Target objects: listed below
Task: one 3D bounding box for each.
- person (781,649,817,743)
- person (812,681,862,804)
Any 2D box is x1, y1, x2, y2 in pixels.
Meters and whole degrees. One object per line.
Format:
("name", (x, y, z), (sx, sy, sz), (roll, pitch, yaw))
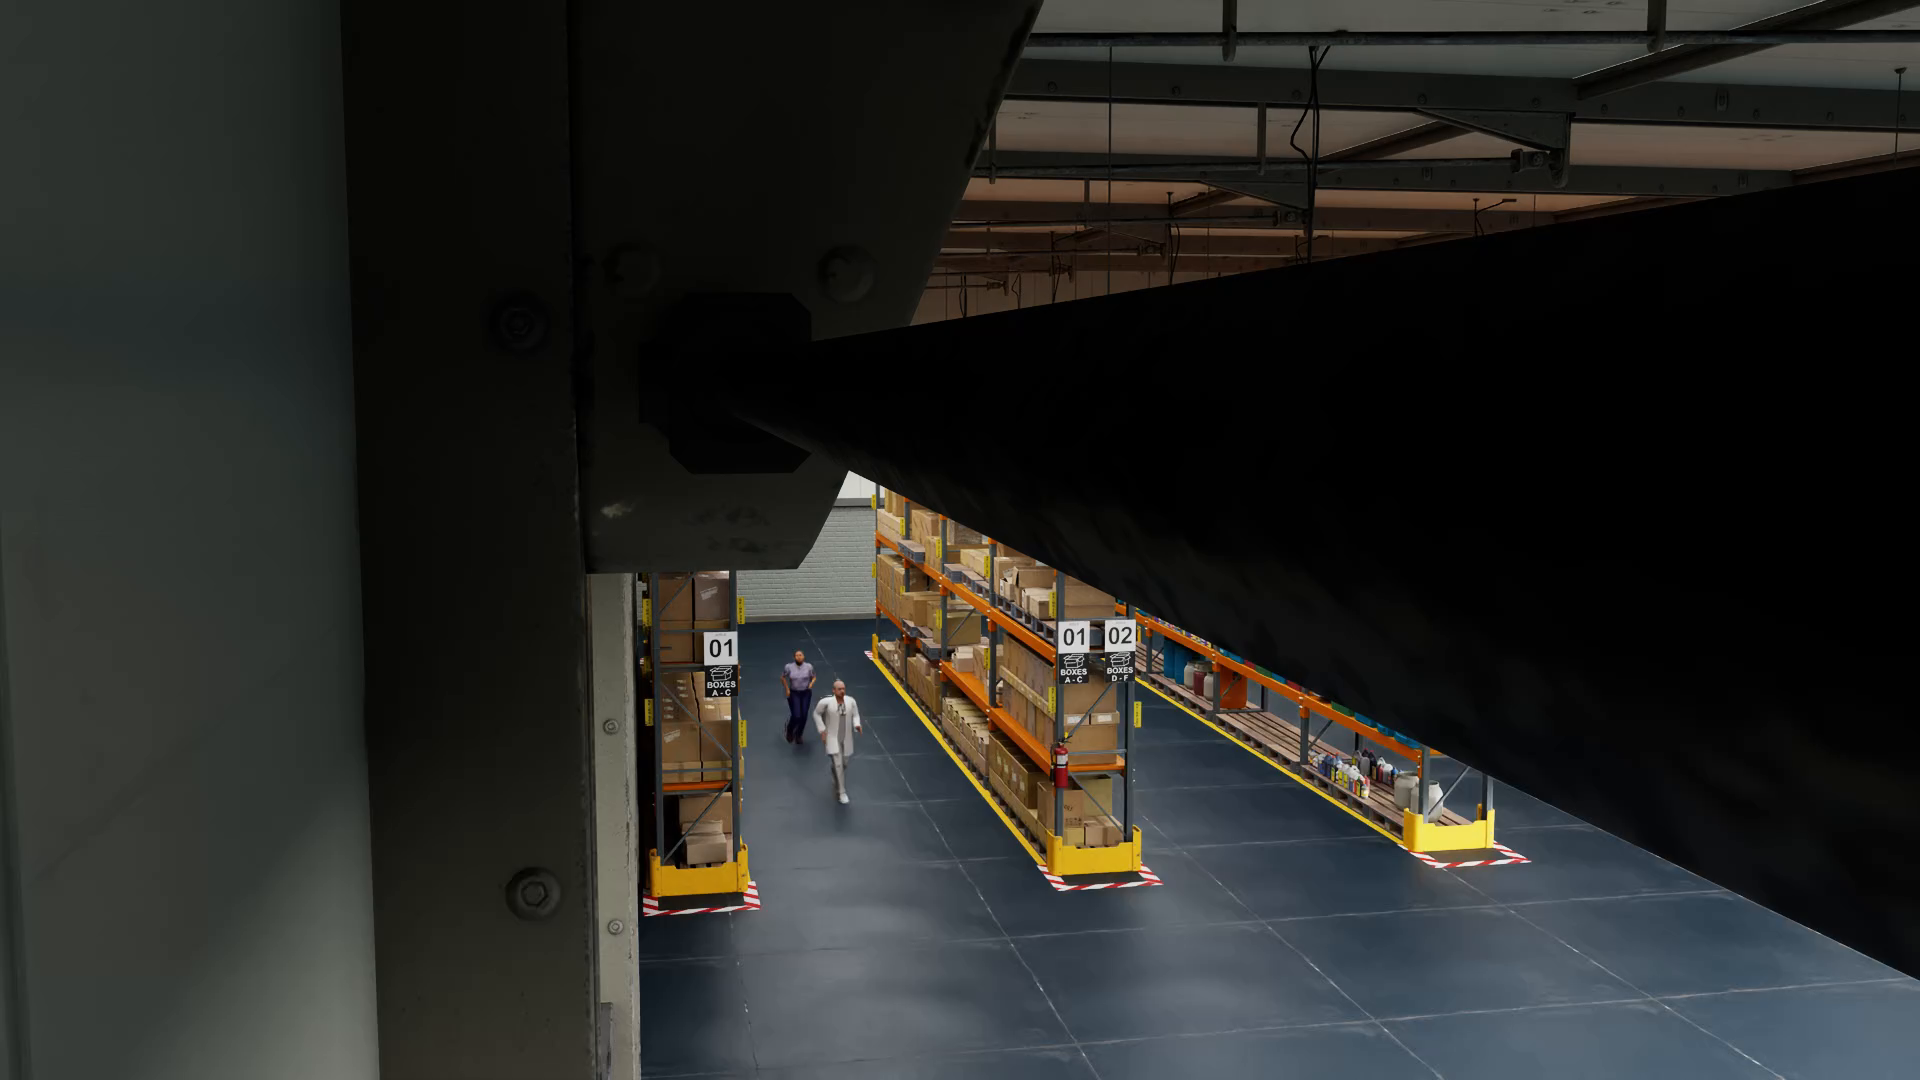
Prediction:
("person", (-2.695, 2.659, 28.056), (0.587, 1.591, 0.583), (-2, 6, -17))
("person", (-1.834, 2.944, 24.646), (0.687, 1.775, 0.943), (-3, 6, -24))
